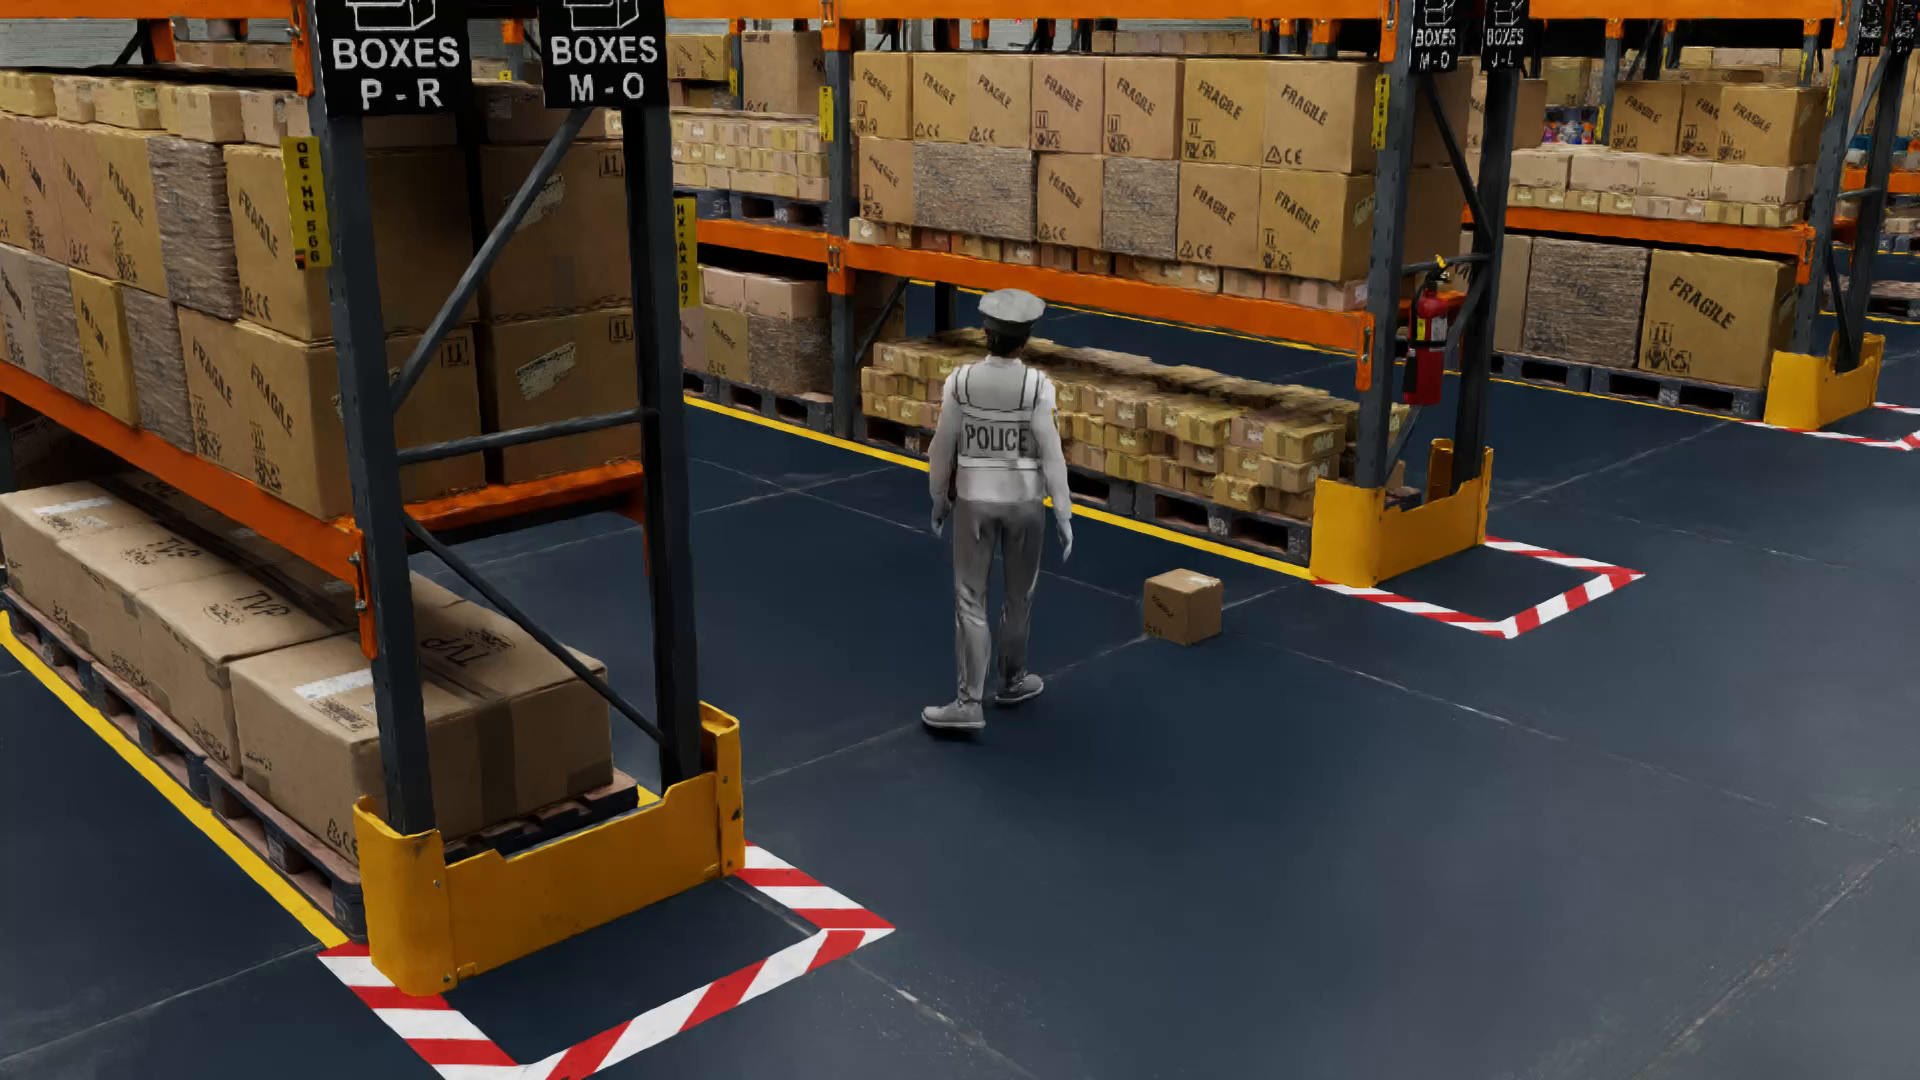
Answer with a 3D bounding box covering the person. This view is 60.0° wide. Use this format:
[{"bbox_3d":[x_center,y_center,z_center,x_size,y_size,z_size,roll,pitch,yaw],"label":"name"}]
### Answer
[{"bbox_3d":[0.145,-0.108,6.373,0.574,1.673,0.623,1,17,3],"label":"person"}]
